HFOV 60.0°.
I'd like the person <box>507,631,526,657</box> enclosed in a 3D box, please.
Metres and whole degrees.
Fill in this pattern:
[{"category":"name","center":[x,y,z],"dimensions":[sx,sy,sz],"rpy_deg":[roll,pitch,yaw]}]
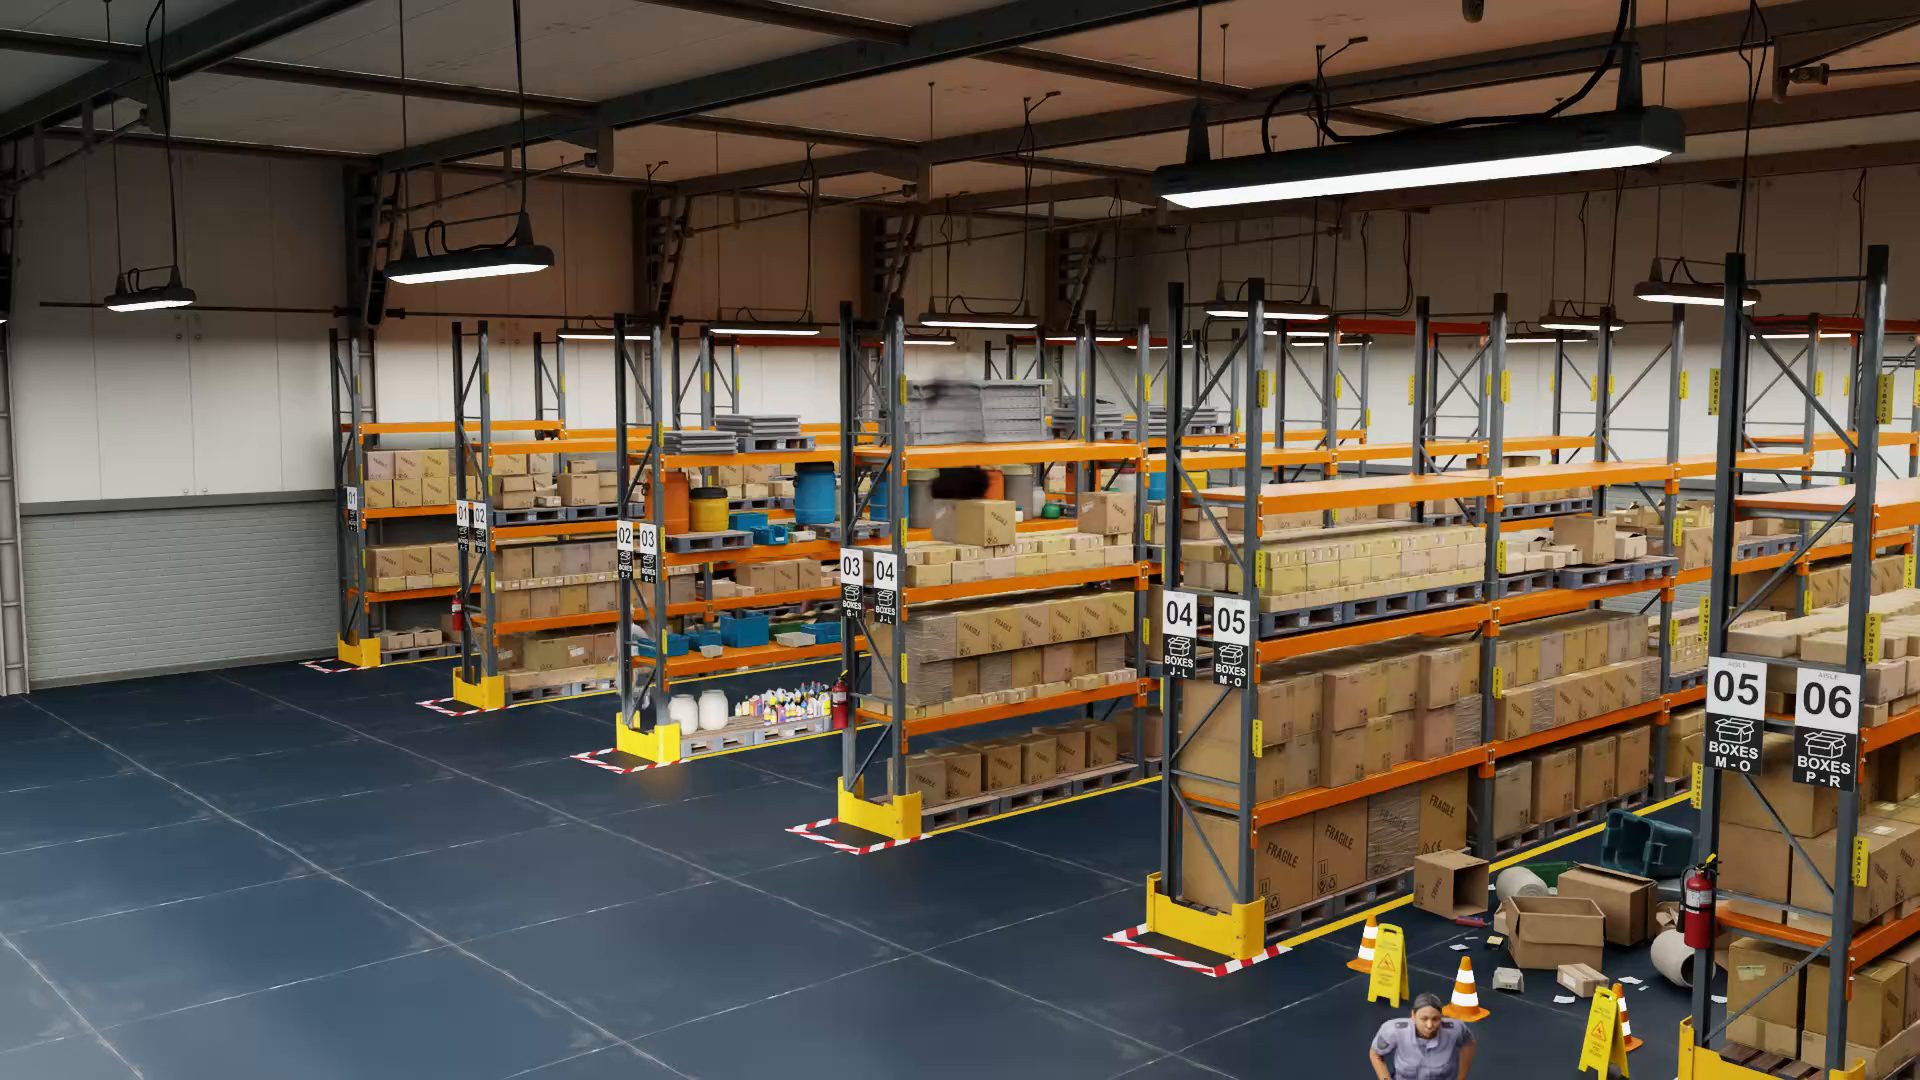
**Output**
[{"category":"person","center":[-7.522,1.504,28.343],"dimensions":[0.679,1.753,0.911],"rpy_deg":[5,7,40]}]

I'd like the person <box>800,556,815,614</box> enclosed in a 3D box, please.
[{"category":"person","center":[-2.926,1.123,32.625],"dimensions":[0.566,1.647,0.875],"rpy_deg":[5,8,43]}]

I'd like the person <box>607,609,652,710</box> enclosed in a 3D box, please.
[{"category":"person","center":[-4.893,1.856,24.773],"dimensions":[0.670,1.752,0.677],"rpy_deg":[4,7,38]}]

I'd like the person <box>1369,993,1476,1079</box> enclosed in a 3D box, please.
[{"category":"person","center":[2.781,3.411,10.117],"dimensions":[0.628,1.611,0.948],"rpy_deg":[0,6,3]}]
